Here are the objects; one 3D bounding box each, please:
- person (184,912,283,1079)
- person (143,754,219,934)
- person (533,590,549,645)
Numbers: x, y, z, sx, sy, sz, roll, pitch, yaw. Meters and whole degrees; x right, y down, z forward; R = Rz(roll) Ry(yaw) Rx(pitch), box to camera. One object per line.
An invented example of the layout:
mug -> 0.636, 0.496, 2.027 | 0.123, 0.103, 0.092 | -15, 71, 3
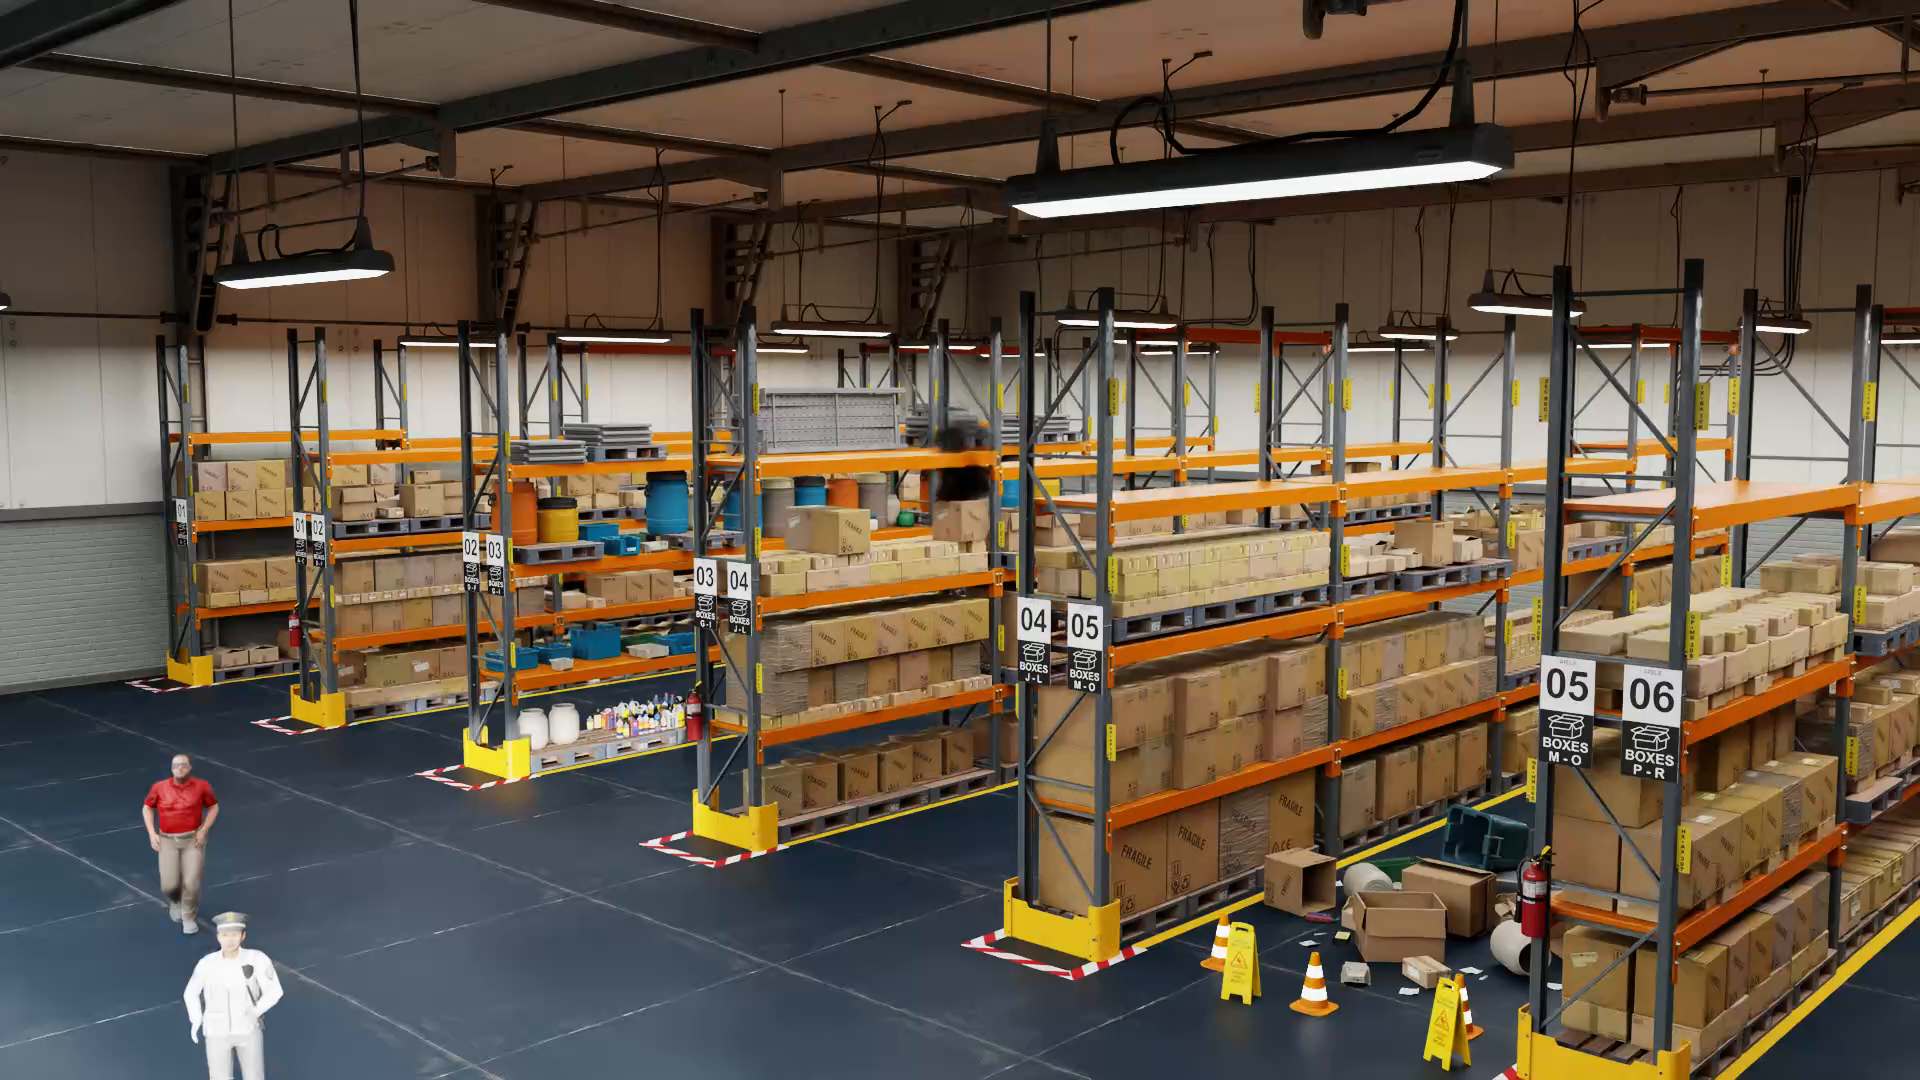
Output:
person -> -4.869, 3.291, 11.152 | 0.625, 1.660, 0.767 | -2, 6, -17
person -> -7.362, 2.853, 15.735 | 0.658, 1.689, 0.541 | -2, 6, -20
person -> -7.694, 1.503, 30.317 | 0.576, 1.711, 0.705 | 5, 7, 44
